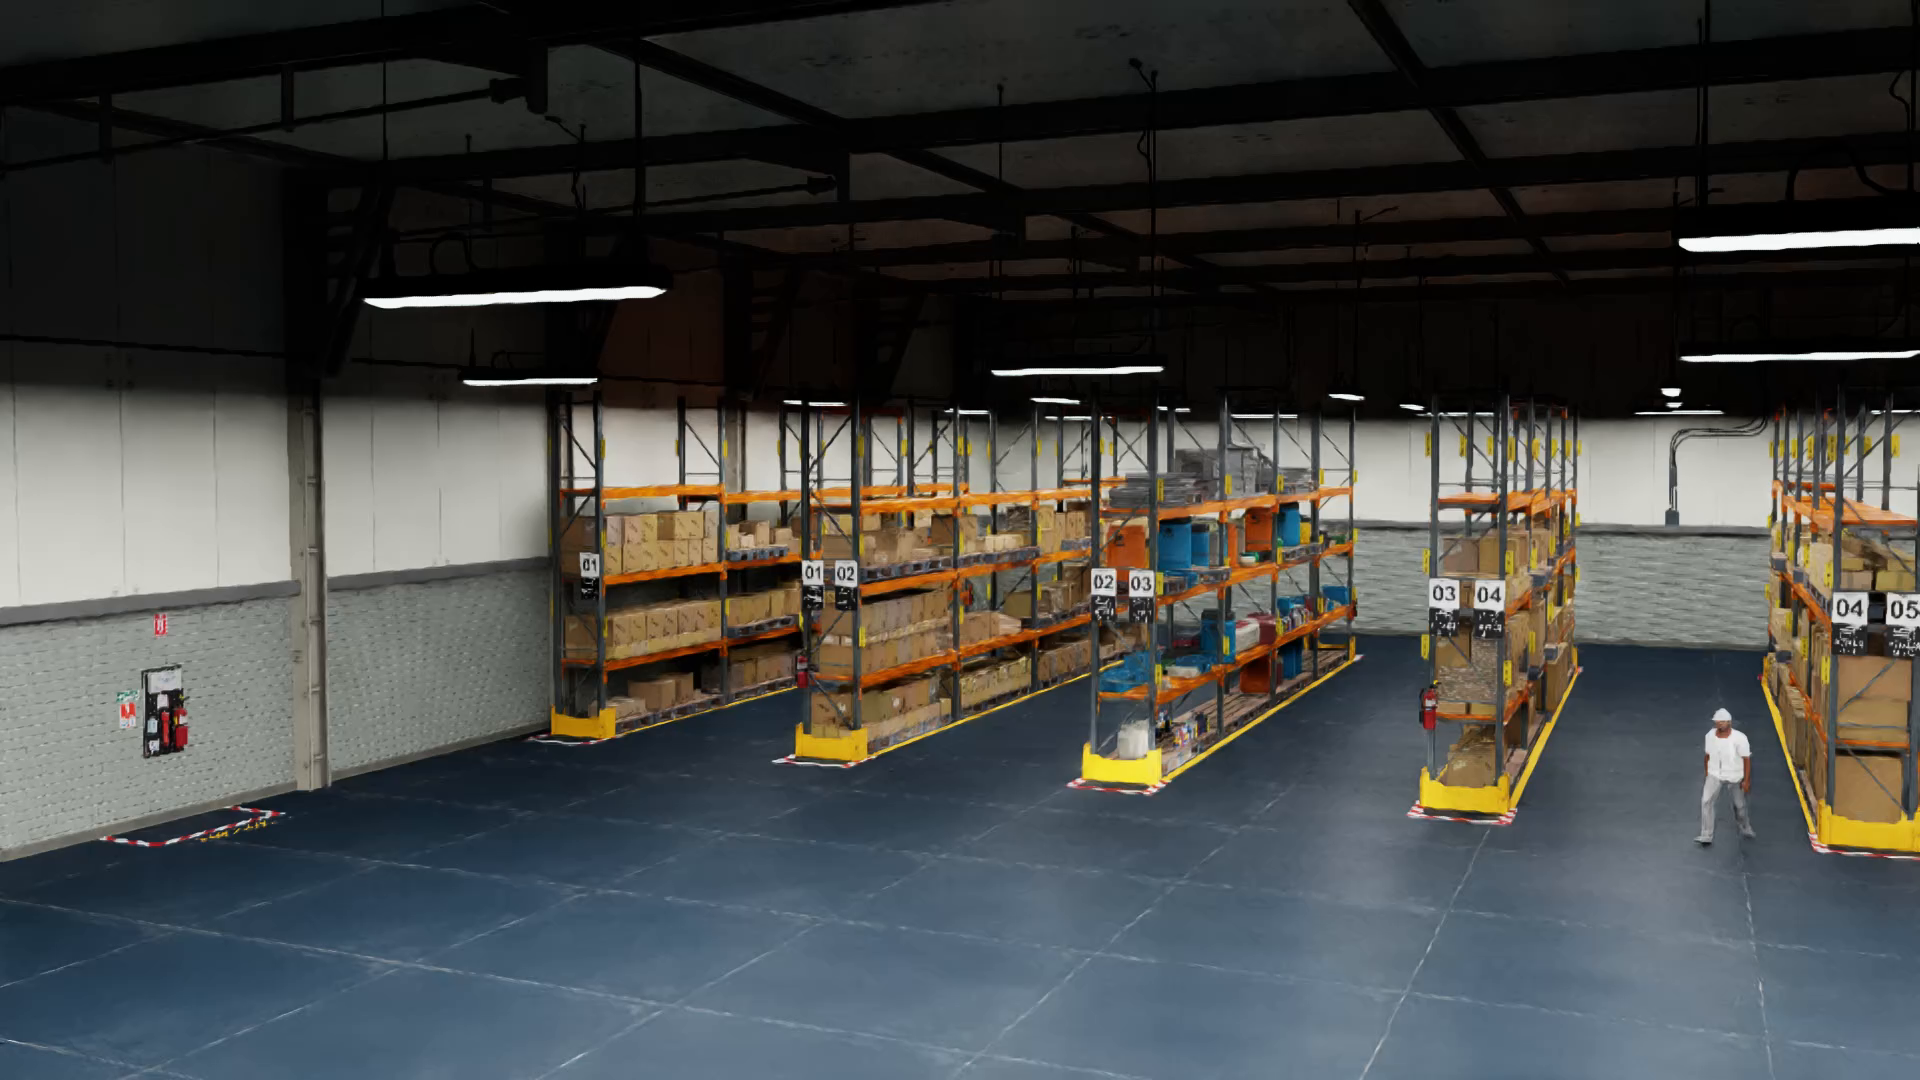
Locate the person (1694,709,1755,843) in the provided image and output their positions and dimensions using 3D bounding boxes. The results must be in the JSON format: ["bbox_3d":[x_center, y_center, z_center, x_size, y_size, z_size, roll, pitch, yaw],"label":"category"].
[{"bbox_3d":[9.739,2.986,21.127,0.614,1.713,0.971,3,4,44],"label":"person"}]
